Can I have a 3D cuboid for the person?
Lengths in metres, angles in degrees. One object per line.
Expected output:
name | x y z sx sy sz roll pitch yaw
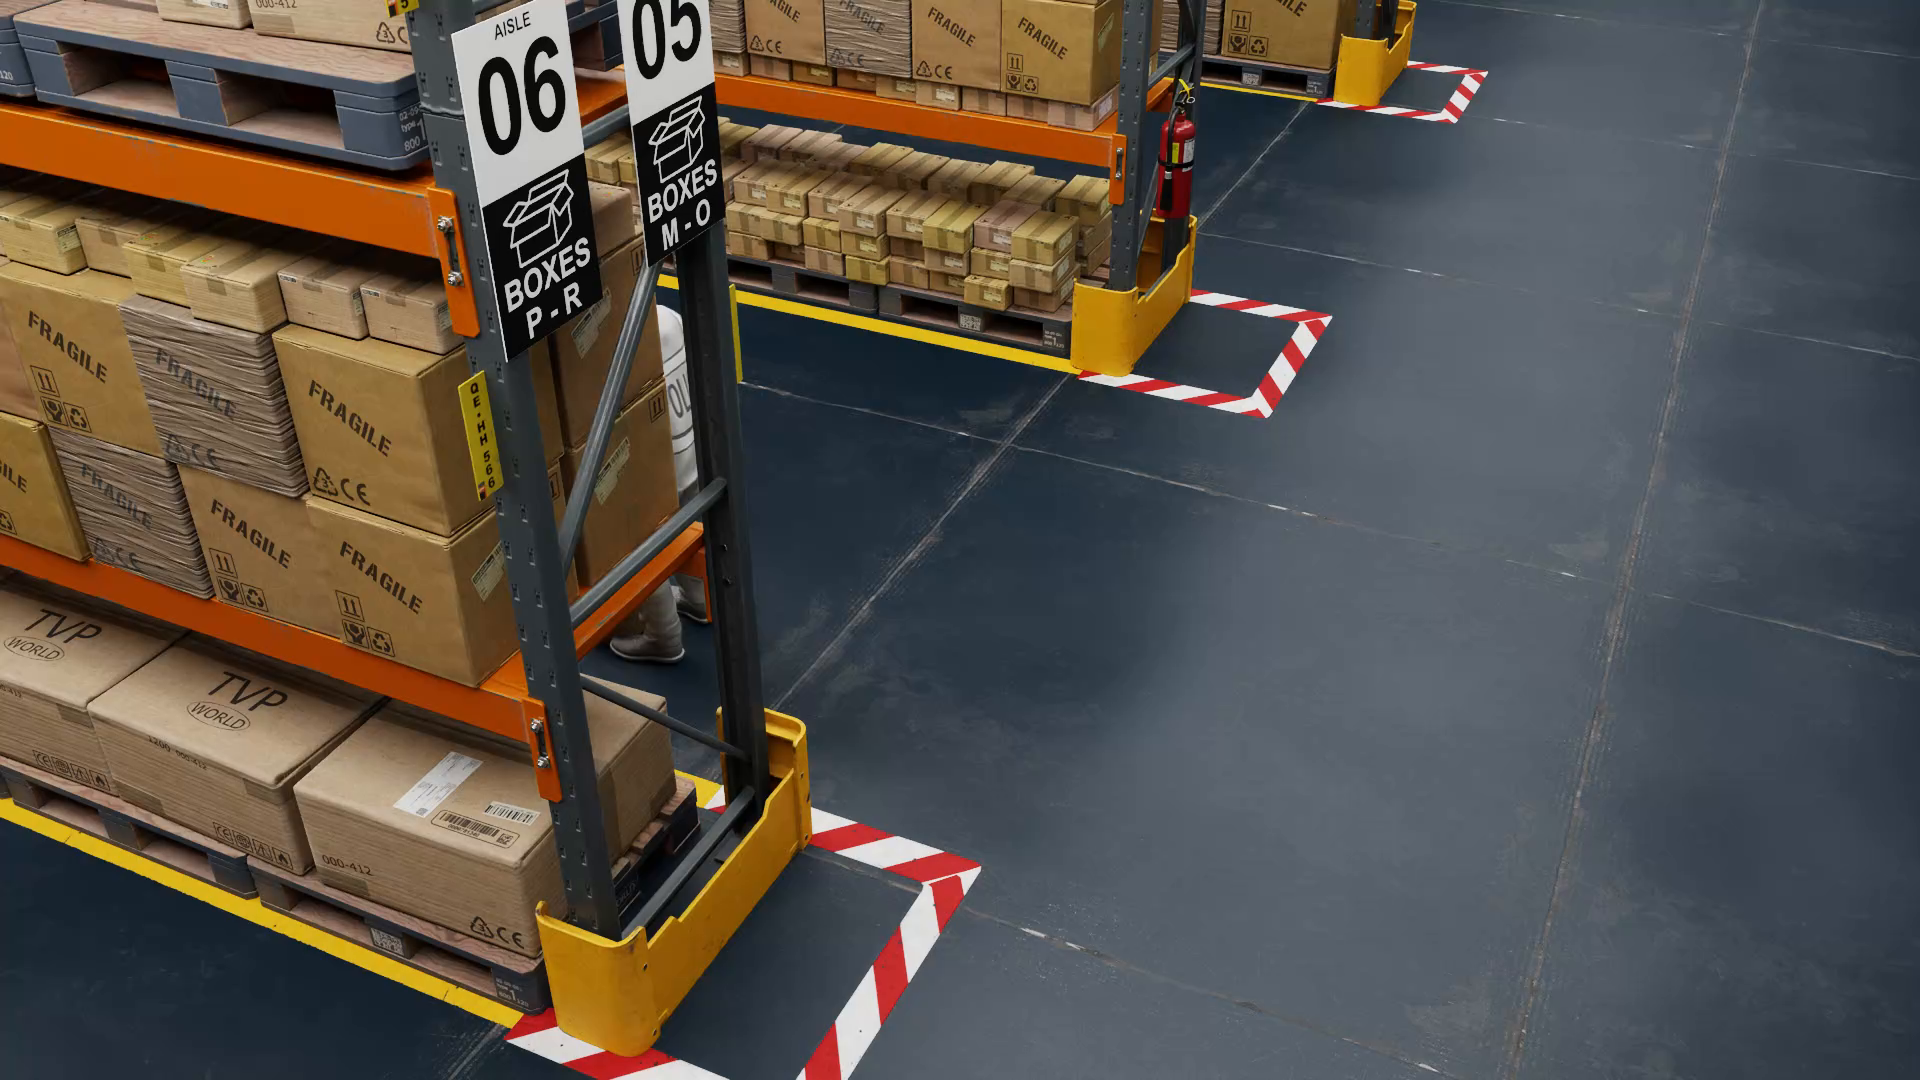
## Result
person | -1.217 -0.309 6.603 0.442 1.744 0.585 14 36 20
